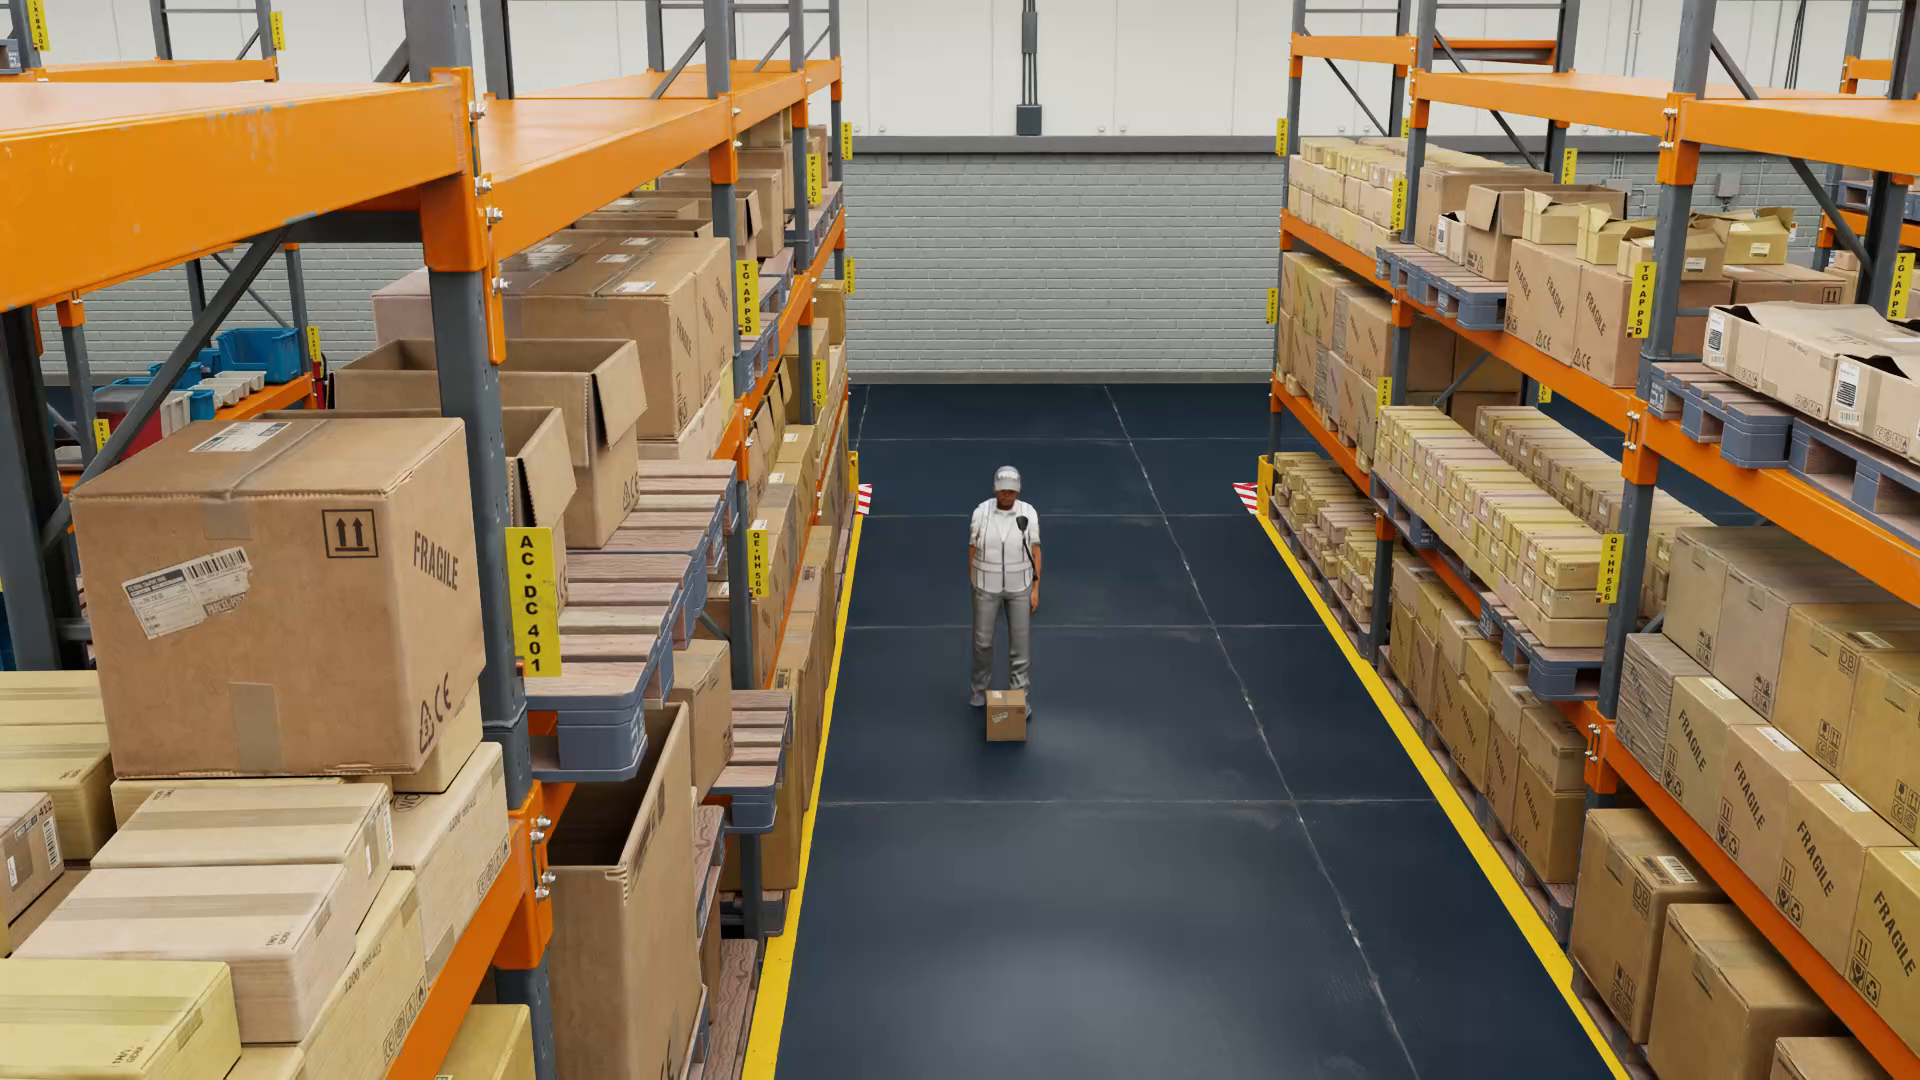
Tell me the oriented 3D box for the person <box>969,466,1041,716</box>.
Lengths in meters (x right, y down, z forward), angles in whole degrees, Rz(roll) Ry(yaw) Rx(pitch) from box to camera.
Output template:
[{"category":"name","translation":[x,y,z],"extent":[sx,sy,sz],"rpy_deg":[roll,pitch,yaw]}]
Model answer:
[{"category":"person","translation":[0.296,0.363,10.996],"extent":[0.481,1.737,0.410],"rpy_deg":[0,17,0]}]
